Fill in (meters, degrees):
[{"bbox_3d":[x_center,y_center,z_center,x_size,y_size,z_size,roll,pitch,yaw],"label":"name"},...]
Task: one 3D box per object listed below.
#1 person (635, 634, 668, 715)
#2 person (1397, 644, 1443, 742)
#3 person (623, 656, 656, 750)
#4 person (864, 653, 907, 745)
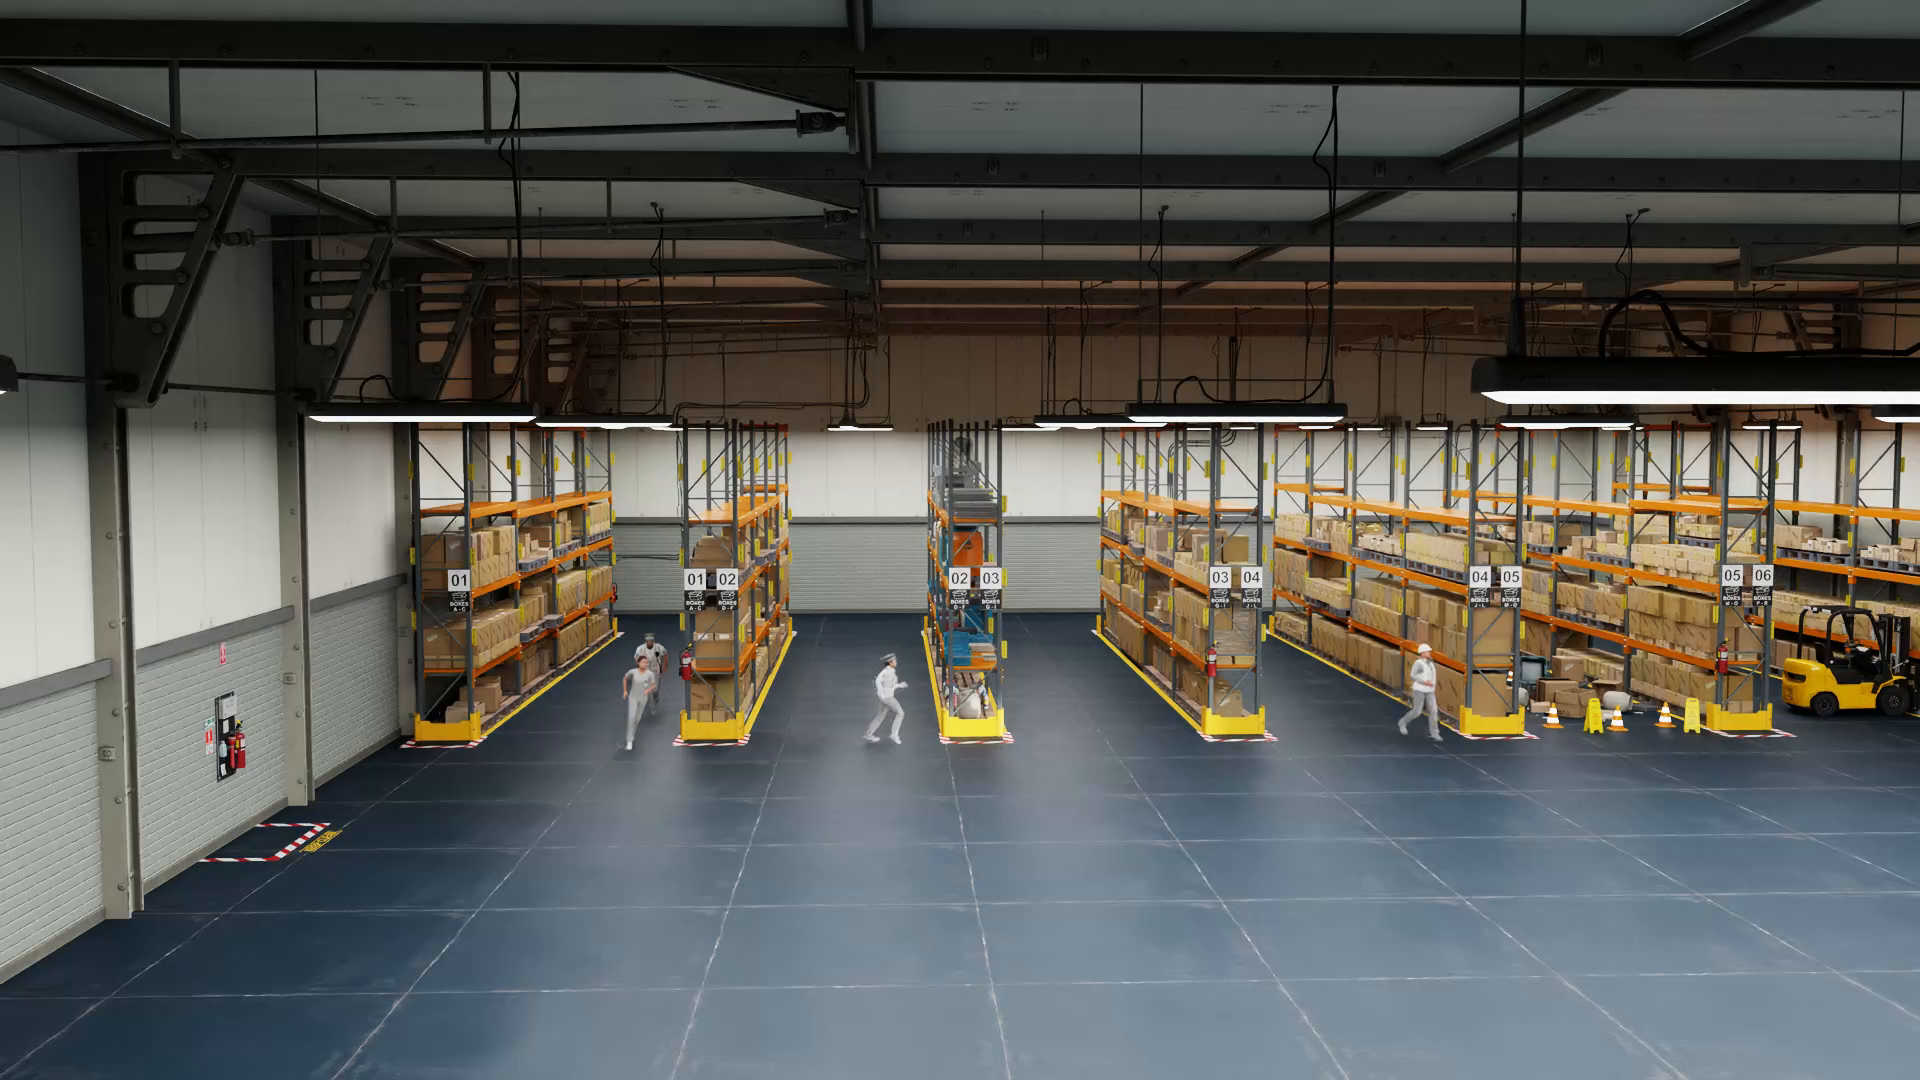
[{"bbox_3d":[-6.286,2.724,33.850,0.653,1.702,0.733,0,4,-4],"label":"person"},{"bbox_3d":[8.700,2.835,31.143,0.699,1.773,0.976,-3,5,-36],"label":"person"},{"bbox_3d":[-5.879,2.927,30.434,0.605,1.644,0.947,-1,4,-21],"label":"person"},{"bbox_3d":[-1.349,2.939,30.616,0.797,1.714,0.504,0,4,-6],"label":"person"}]
